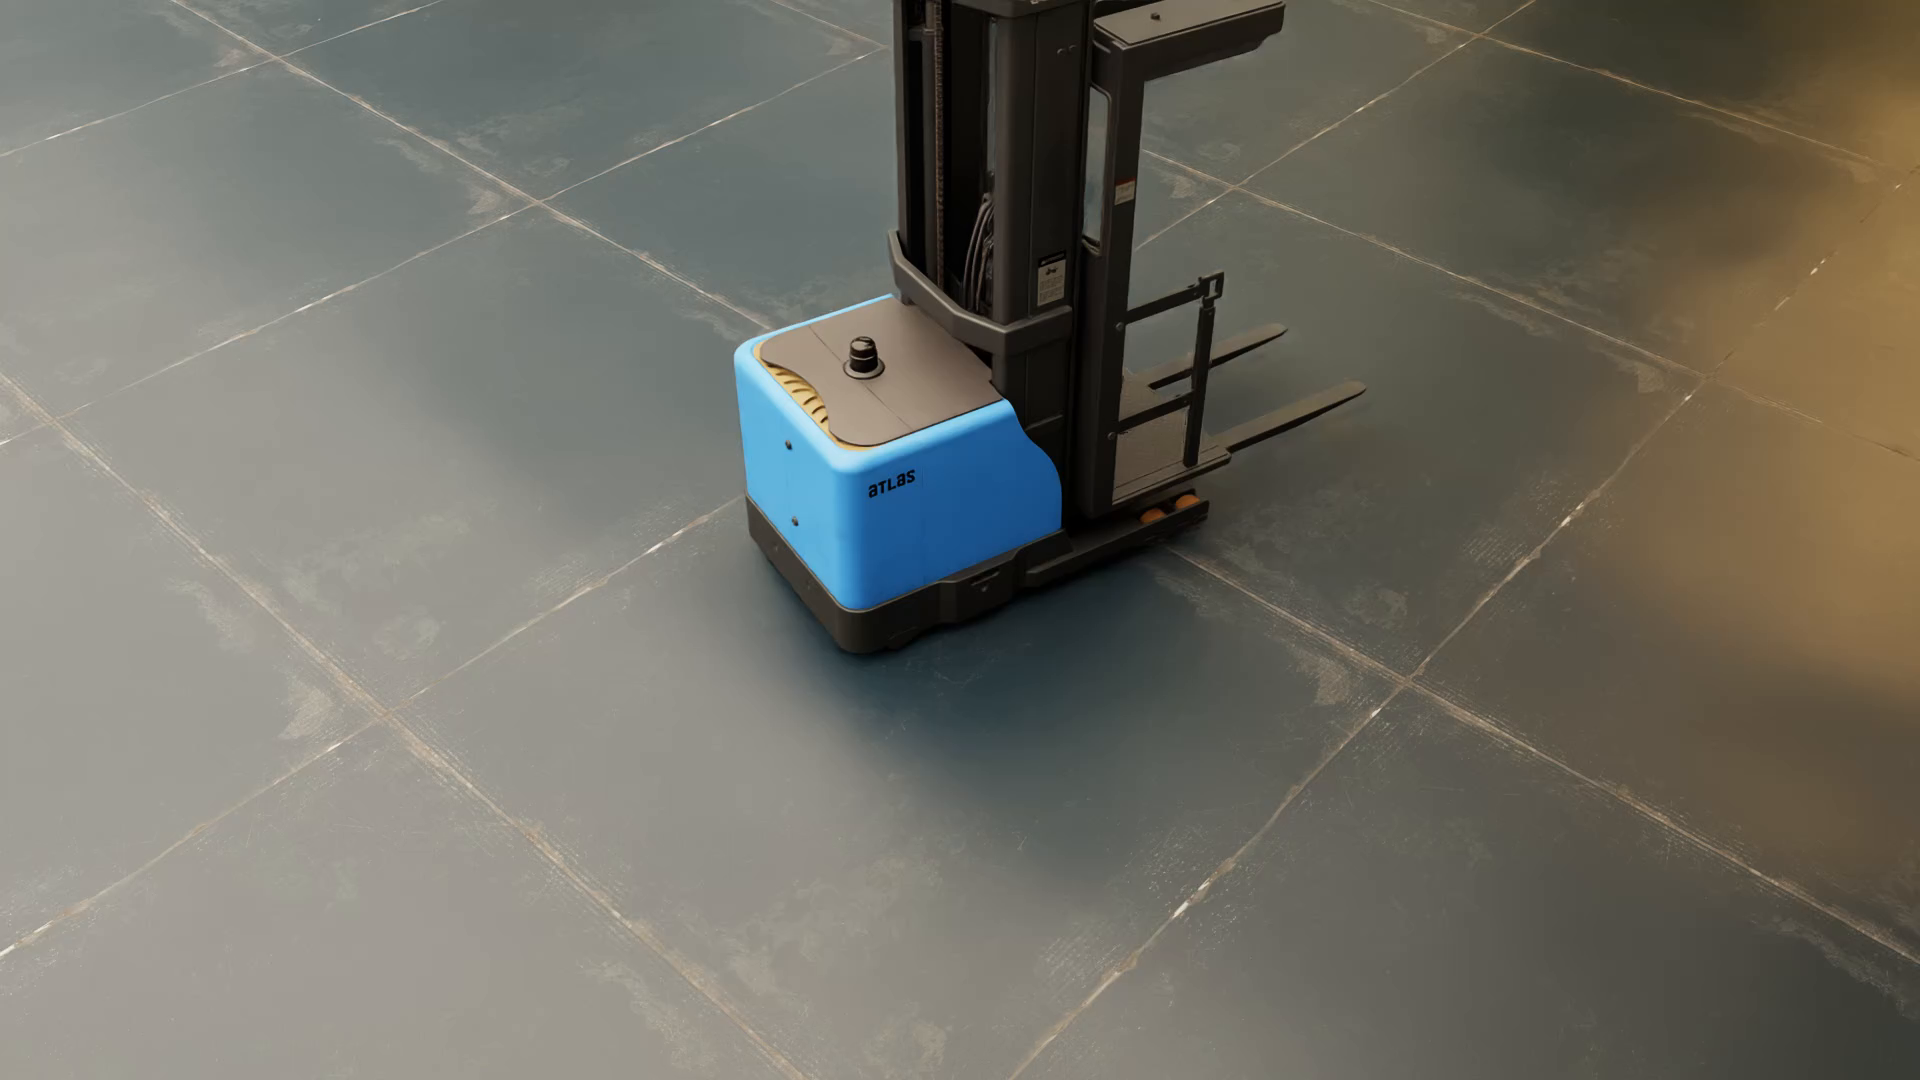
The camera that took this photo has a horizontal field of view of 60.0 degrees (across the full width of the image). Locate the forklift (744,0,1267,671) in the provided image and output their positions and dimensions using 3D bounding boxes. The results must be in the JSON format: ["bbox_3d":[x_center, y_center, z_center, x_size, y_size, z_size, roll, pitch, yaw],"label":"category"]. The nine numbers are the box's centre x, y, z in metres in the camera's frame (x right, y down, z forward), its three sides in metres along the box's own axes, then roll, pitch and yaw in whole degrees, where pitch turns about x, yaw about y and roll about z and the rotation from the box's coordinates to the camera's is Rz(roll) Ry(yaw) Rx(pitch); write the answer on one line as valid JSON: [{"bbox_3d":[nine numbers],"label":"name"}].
[{"bbox_3d":[0.408,-1.468,7.139,1.130,2.935,3.031,27,47,28],"label":"forklift"}]
